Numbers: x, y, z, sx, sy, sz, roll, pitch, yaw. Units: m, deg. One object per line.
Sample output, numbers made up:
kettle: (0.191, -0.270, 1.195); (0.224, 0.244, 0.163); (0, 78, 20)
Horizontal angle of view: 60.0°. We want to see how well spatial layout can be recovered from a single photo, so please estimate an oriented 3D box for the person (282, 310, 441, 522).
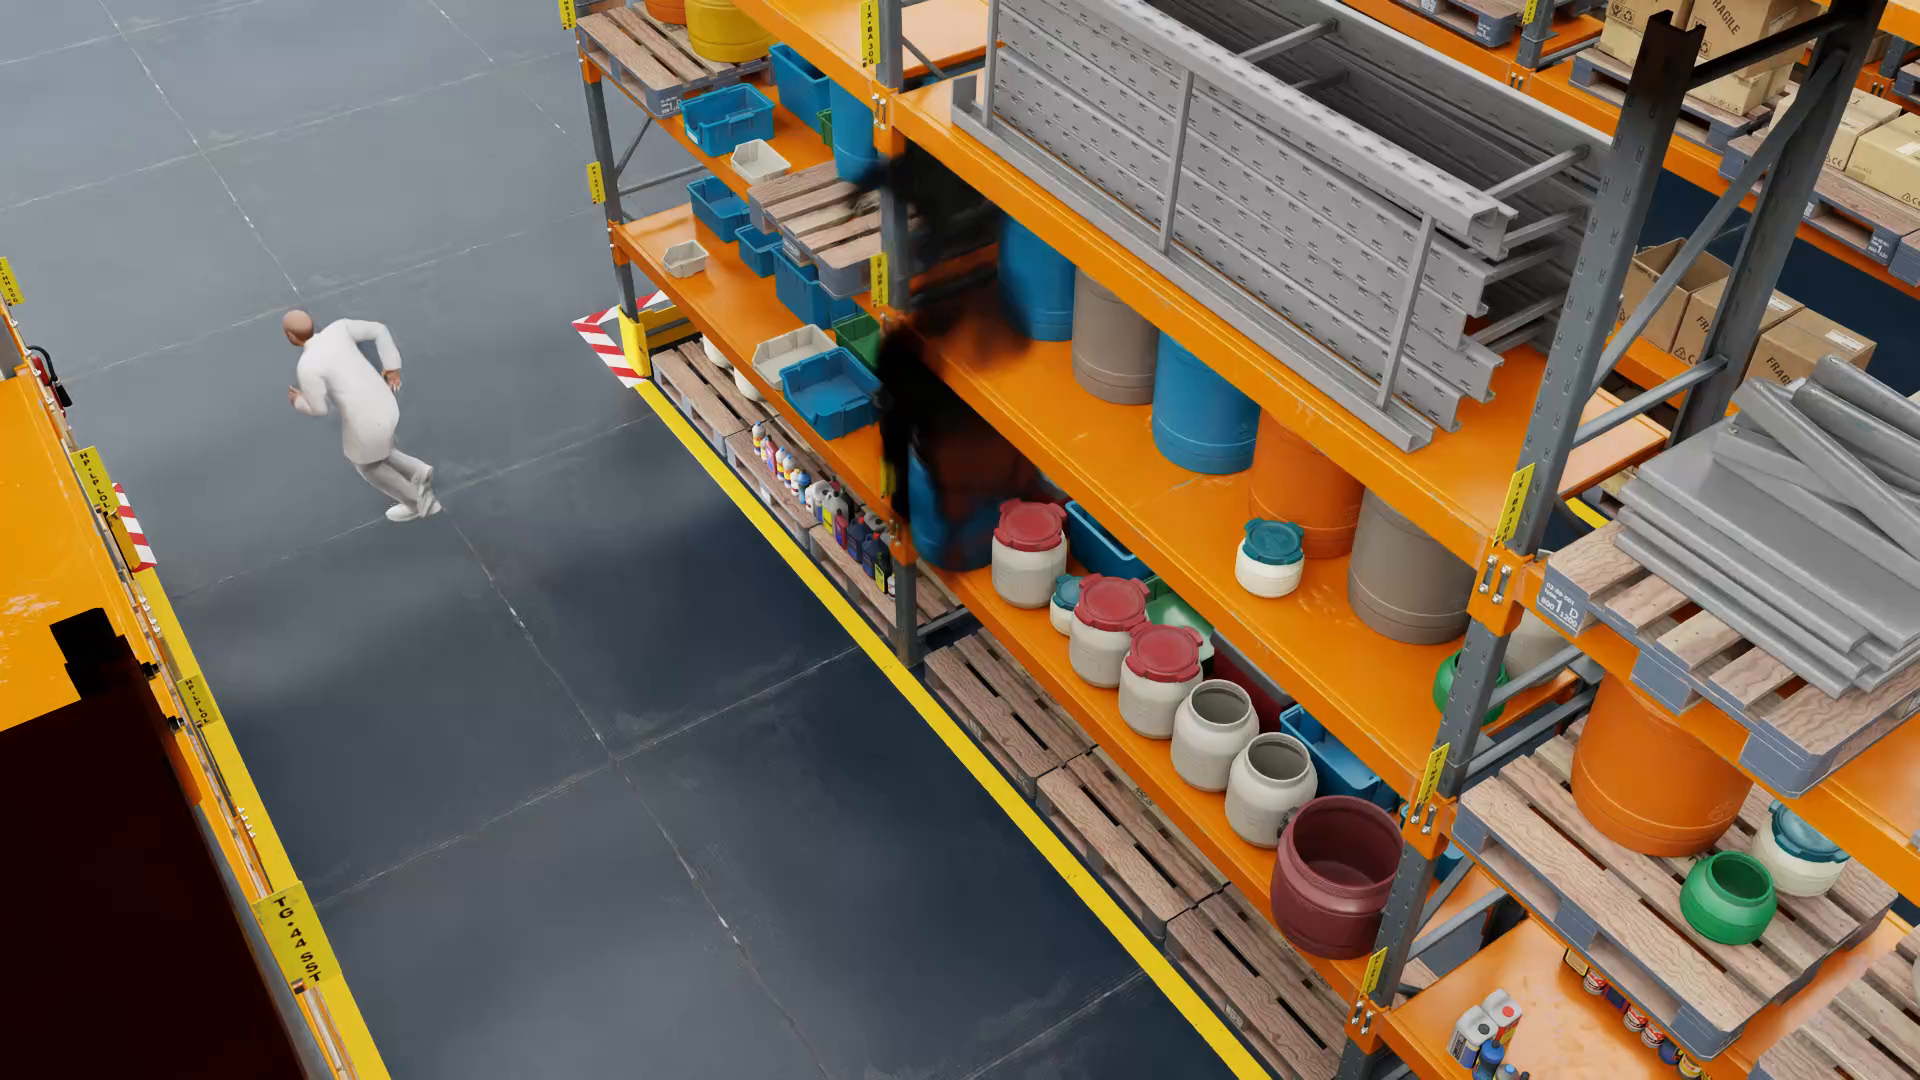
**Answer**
person: (-4.039, -0.862, 11.199); (0.868, 1.605, 0.737); (10, 44, 11)
